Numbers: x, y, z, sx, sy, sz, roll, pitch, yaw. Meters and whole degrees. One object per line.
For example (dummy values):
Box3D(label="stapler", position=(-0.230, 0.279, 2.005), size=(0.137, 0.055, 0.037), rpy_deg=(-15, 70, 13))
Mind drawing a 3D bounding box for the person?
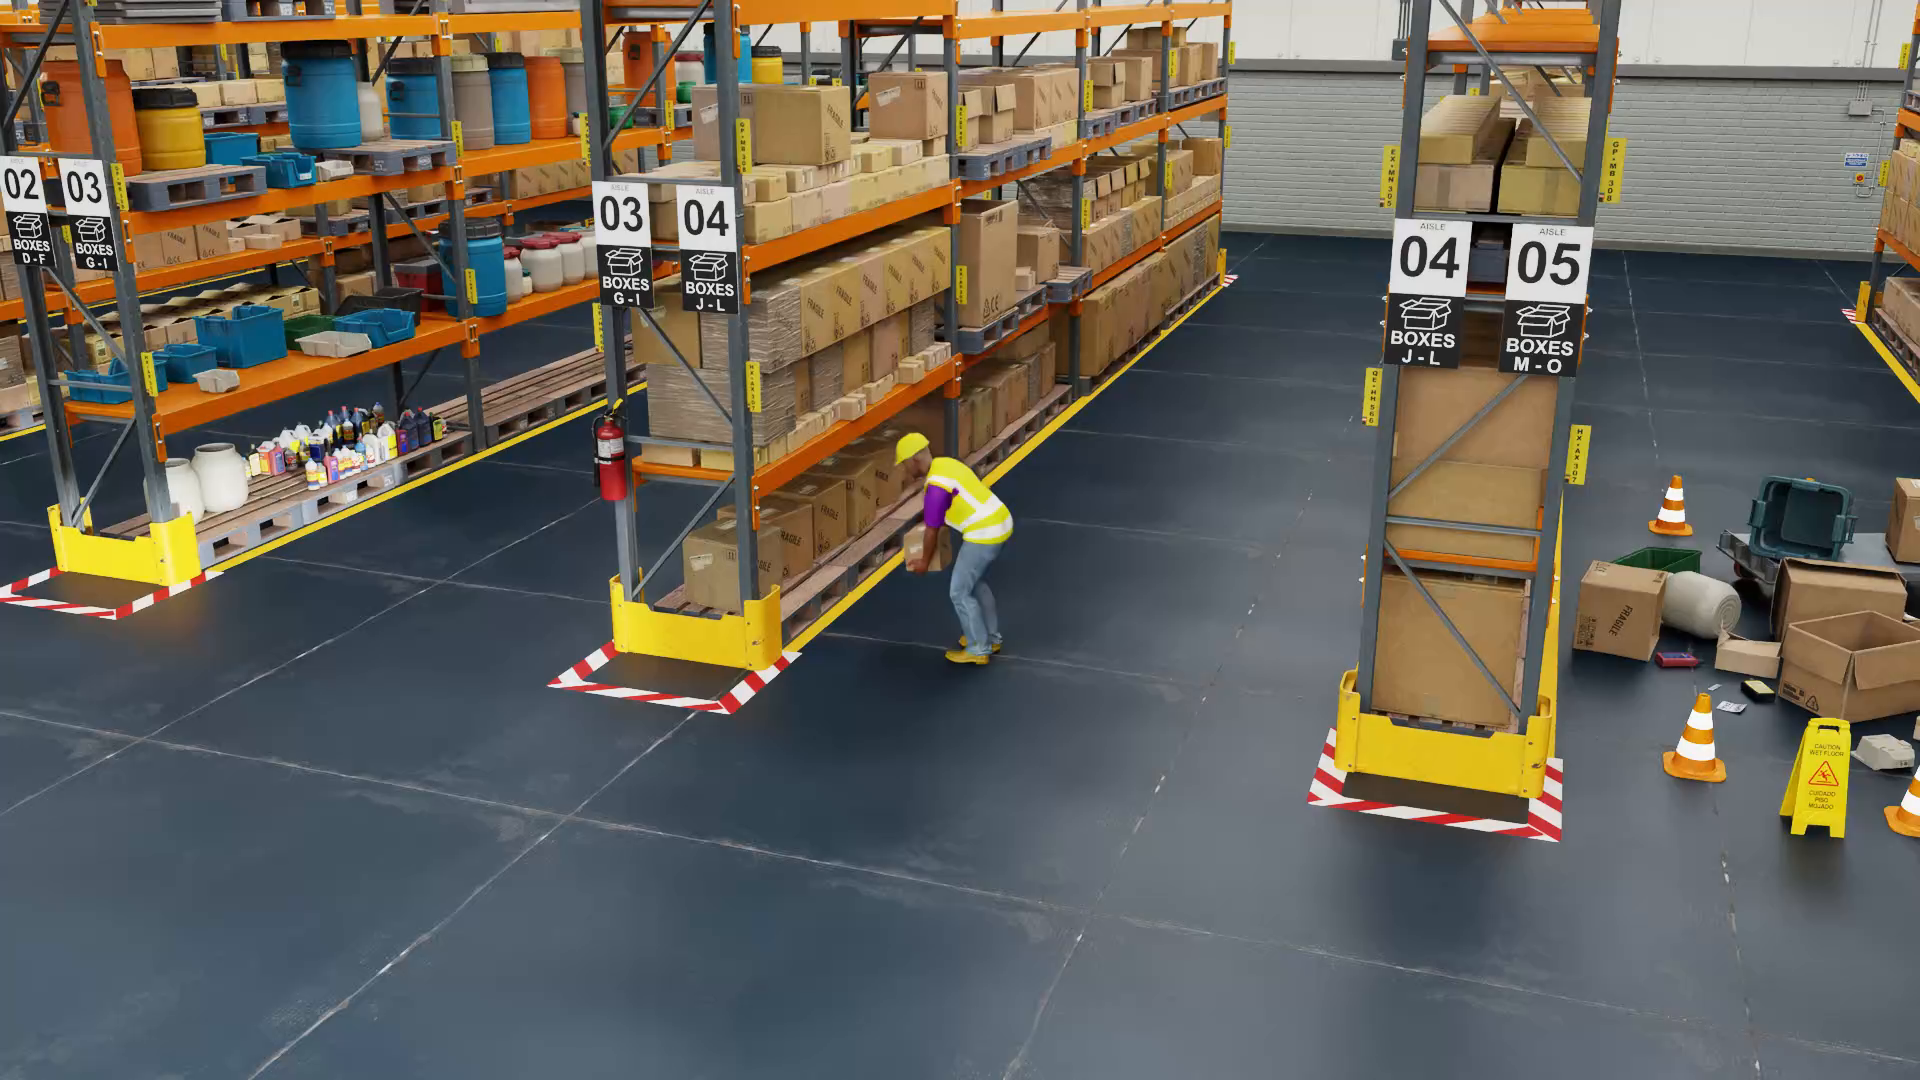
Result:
Box3D(label="person", position=(-0.053, 0.043, 11.243), size=(0.802, 1.542, 0.488), rpy_deg=(6, 19, 17))
